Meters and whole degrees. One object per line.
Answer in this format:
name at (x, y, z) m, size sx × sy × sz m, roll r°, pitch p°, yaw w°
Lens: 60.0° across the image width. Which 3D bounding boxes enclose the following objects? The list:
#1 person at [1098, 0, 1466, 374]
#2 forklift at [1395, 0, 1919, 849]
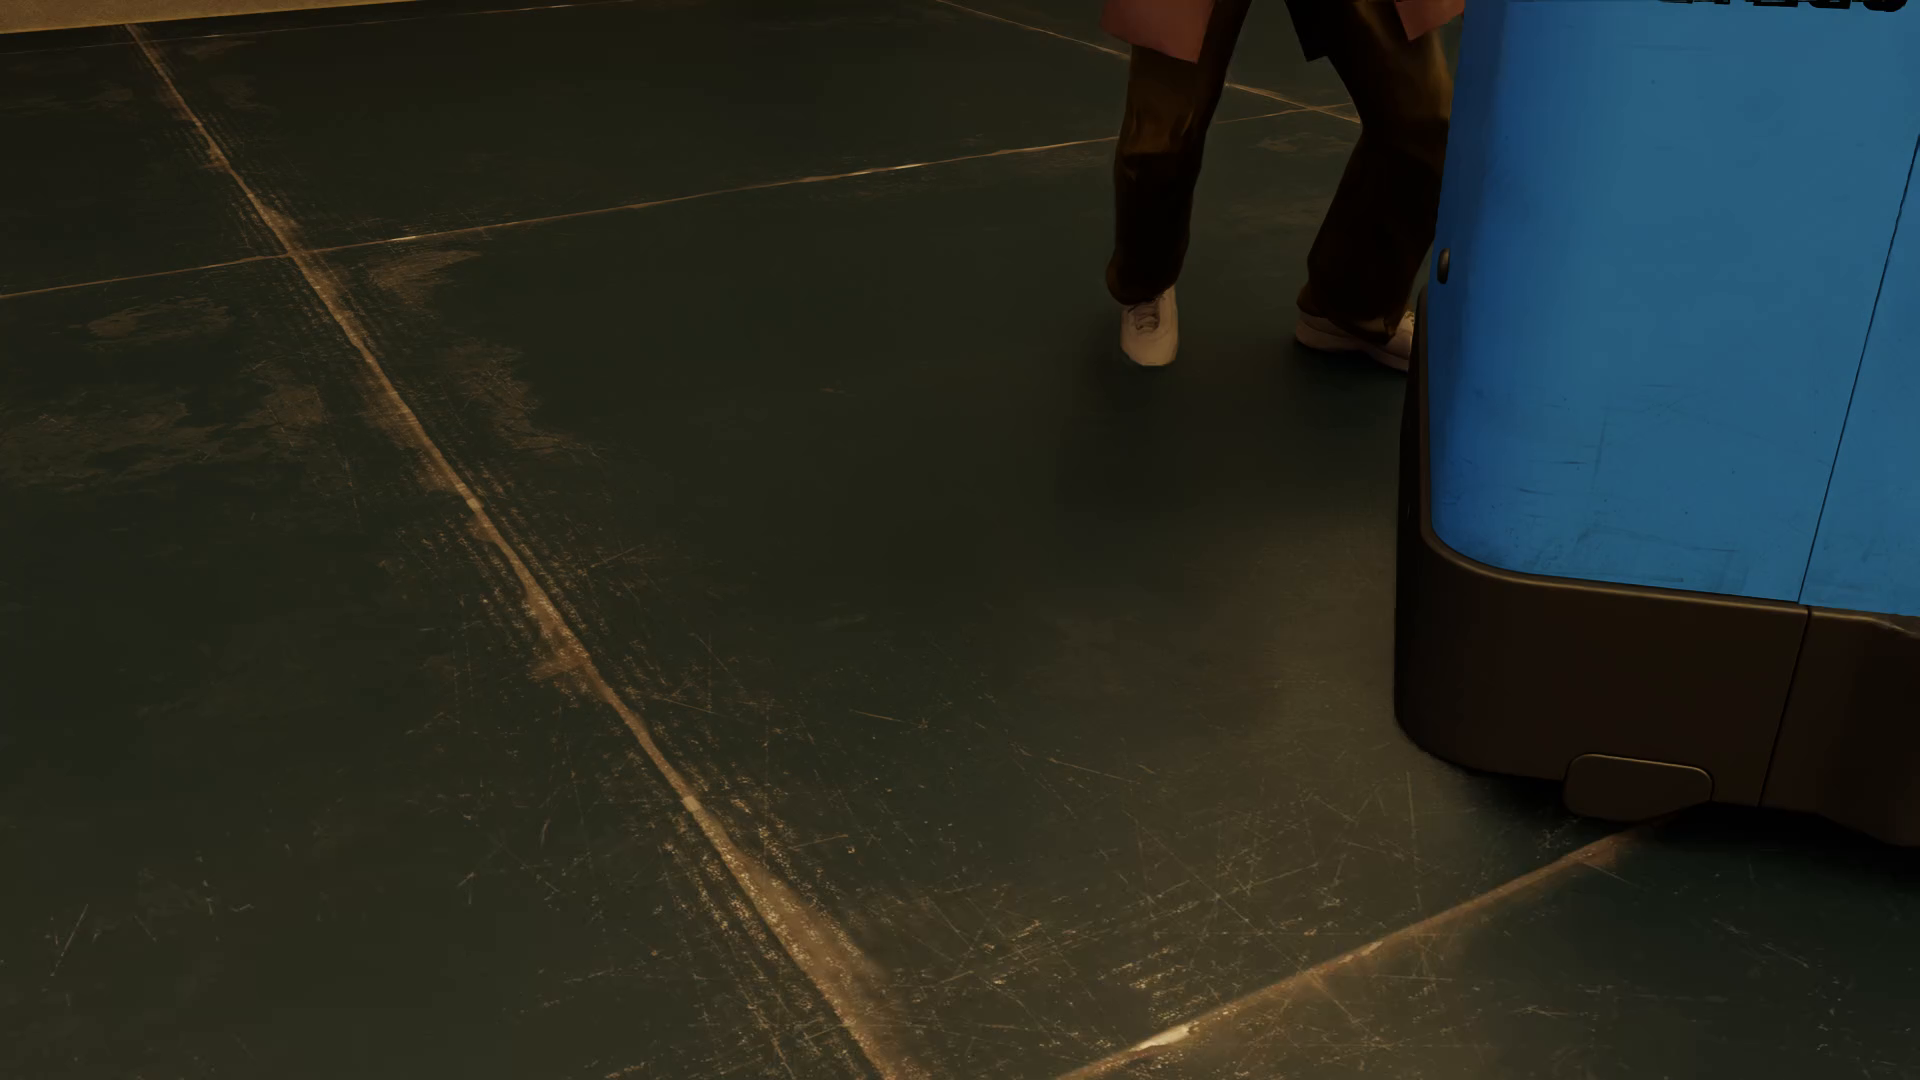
person at (0.504, -1.094, 2.827) m, size 0.935 × 1.739 × 0.584 m, roll 2°, pitch 27°, yaw 4°
forklift at (2.081, -1.065, 1.360) m, size 3.031 × 2.935 × 1.130 m, roll 6°, pitch 28°, yaw 12°
